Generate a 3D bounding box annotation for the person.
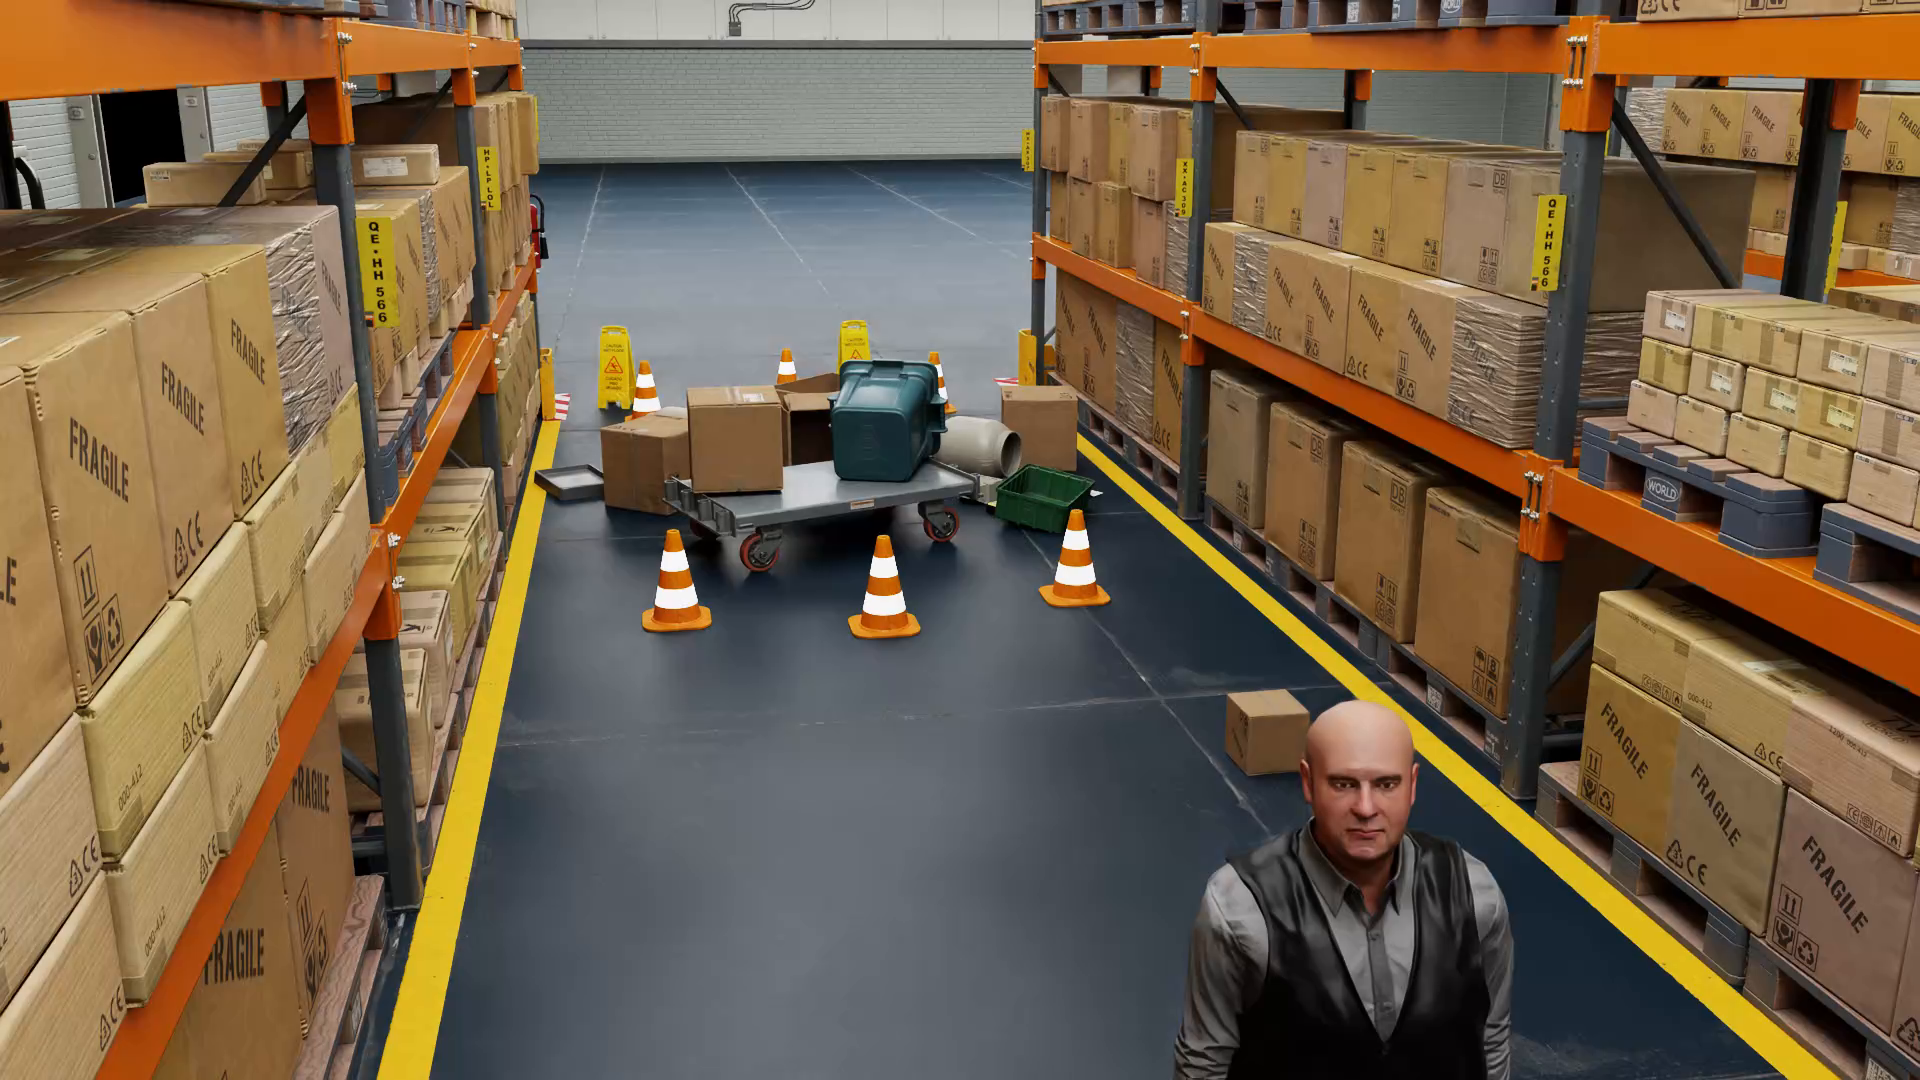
[{"bbox_3d":[0.639,1.085,2.753,0.585,1.713,0.474,-1,16,-2],"label":"person"}]
